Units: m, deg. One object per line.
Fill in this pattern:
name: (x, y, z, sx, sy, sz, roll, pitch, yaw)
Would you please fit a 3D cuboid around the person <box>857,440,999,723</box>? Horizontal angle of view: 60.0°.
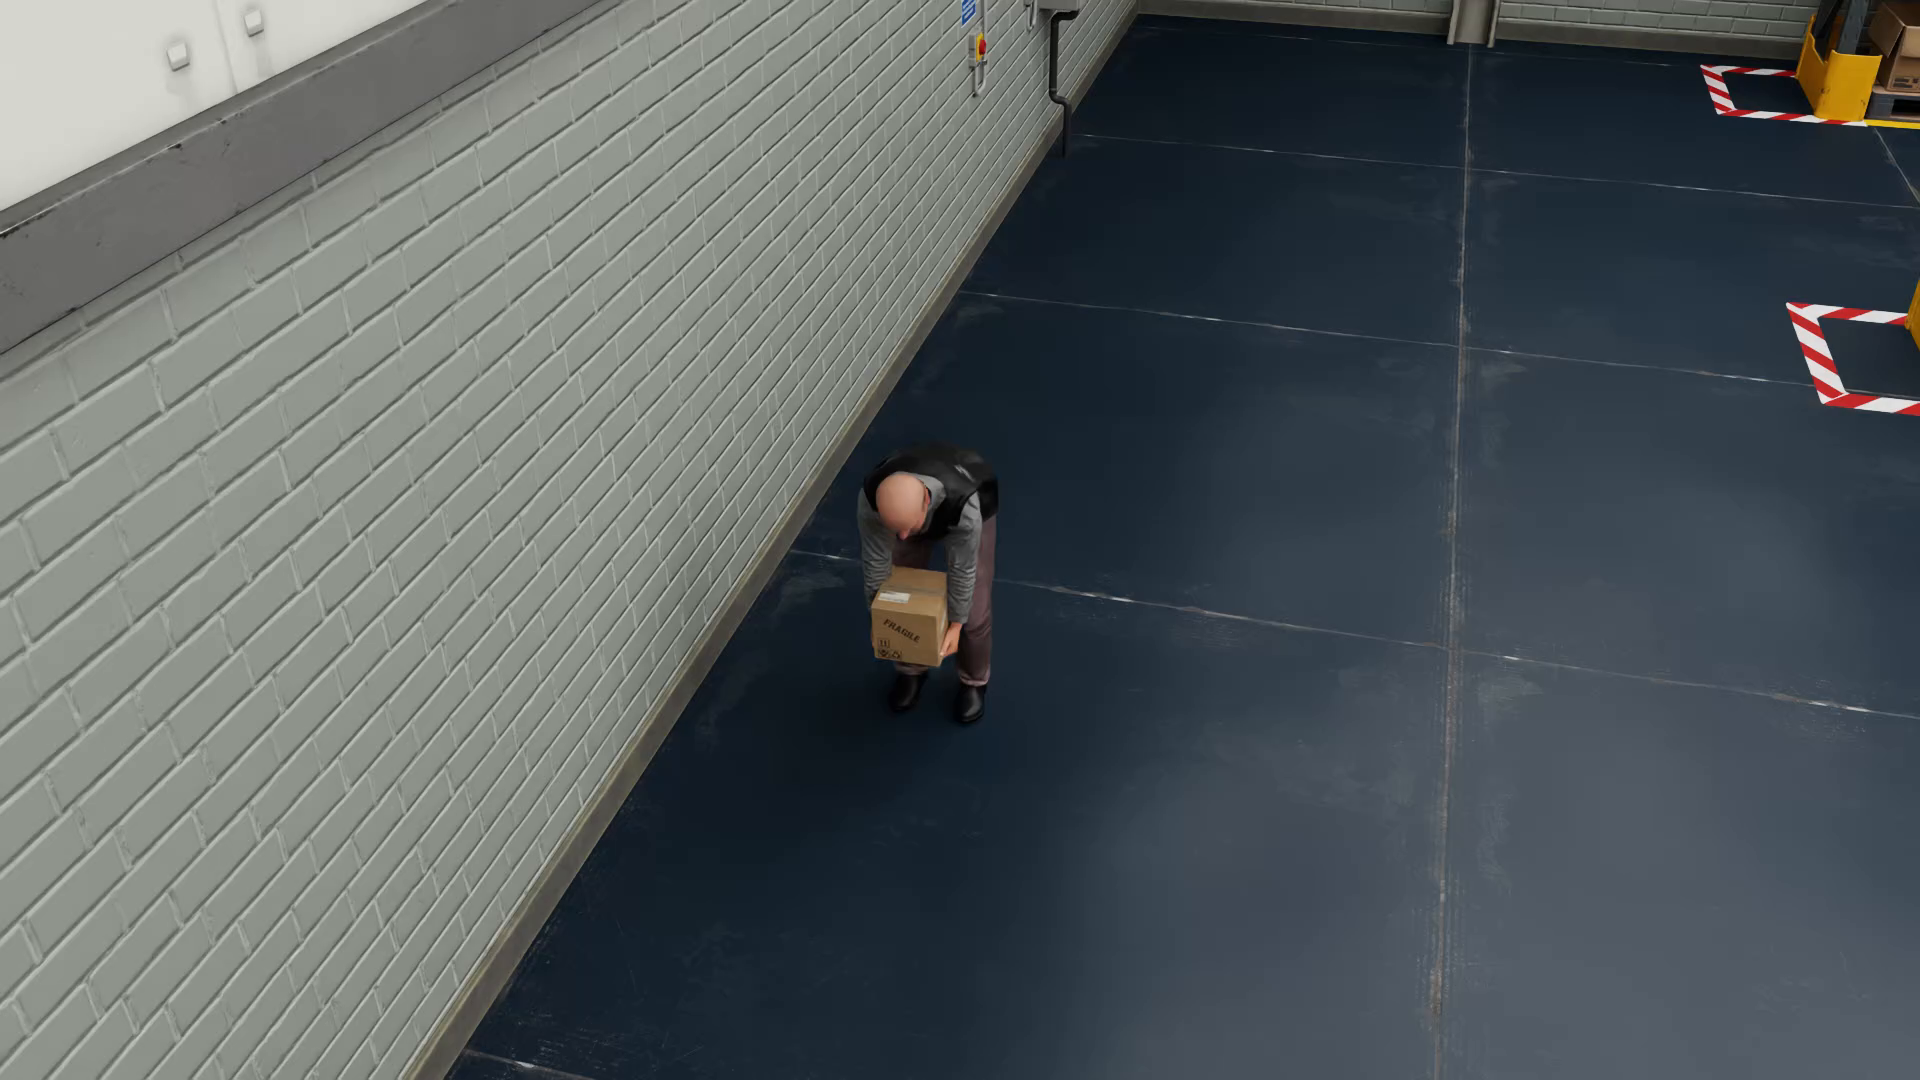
person: (-0.124, 0.175, 6.238, 0.462, 1.348, 0.888, 7, 33, 11)
